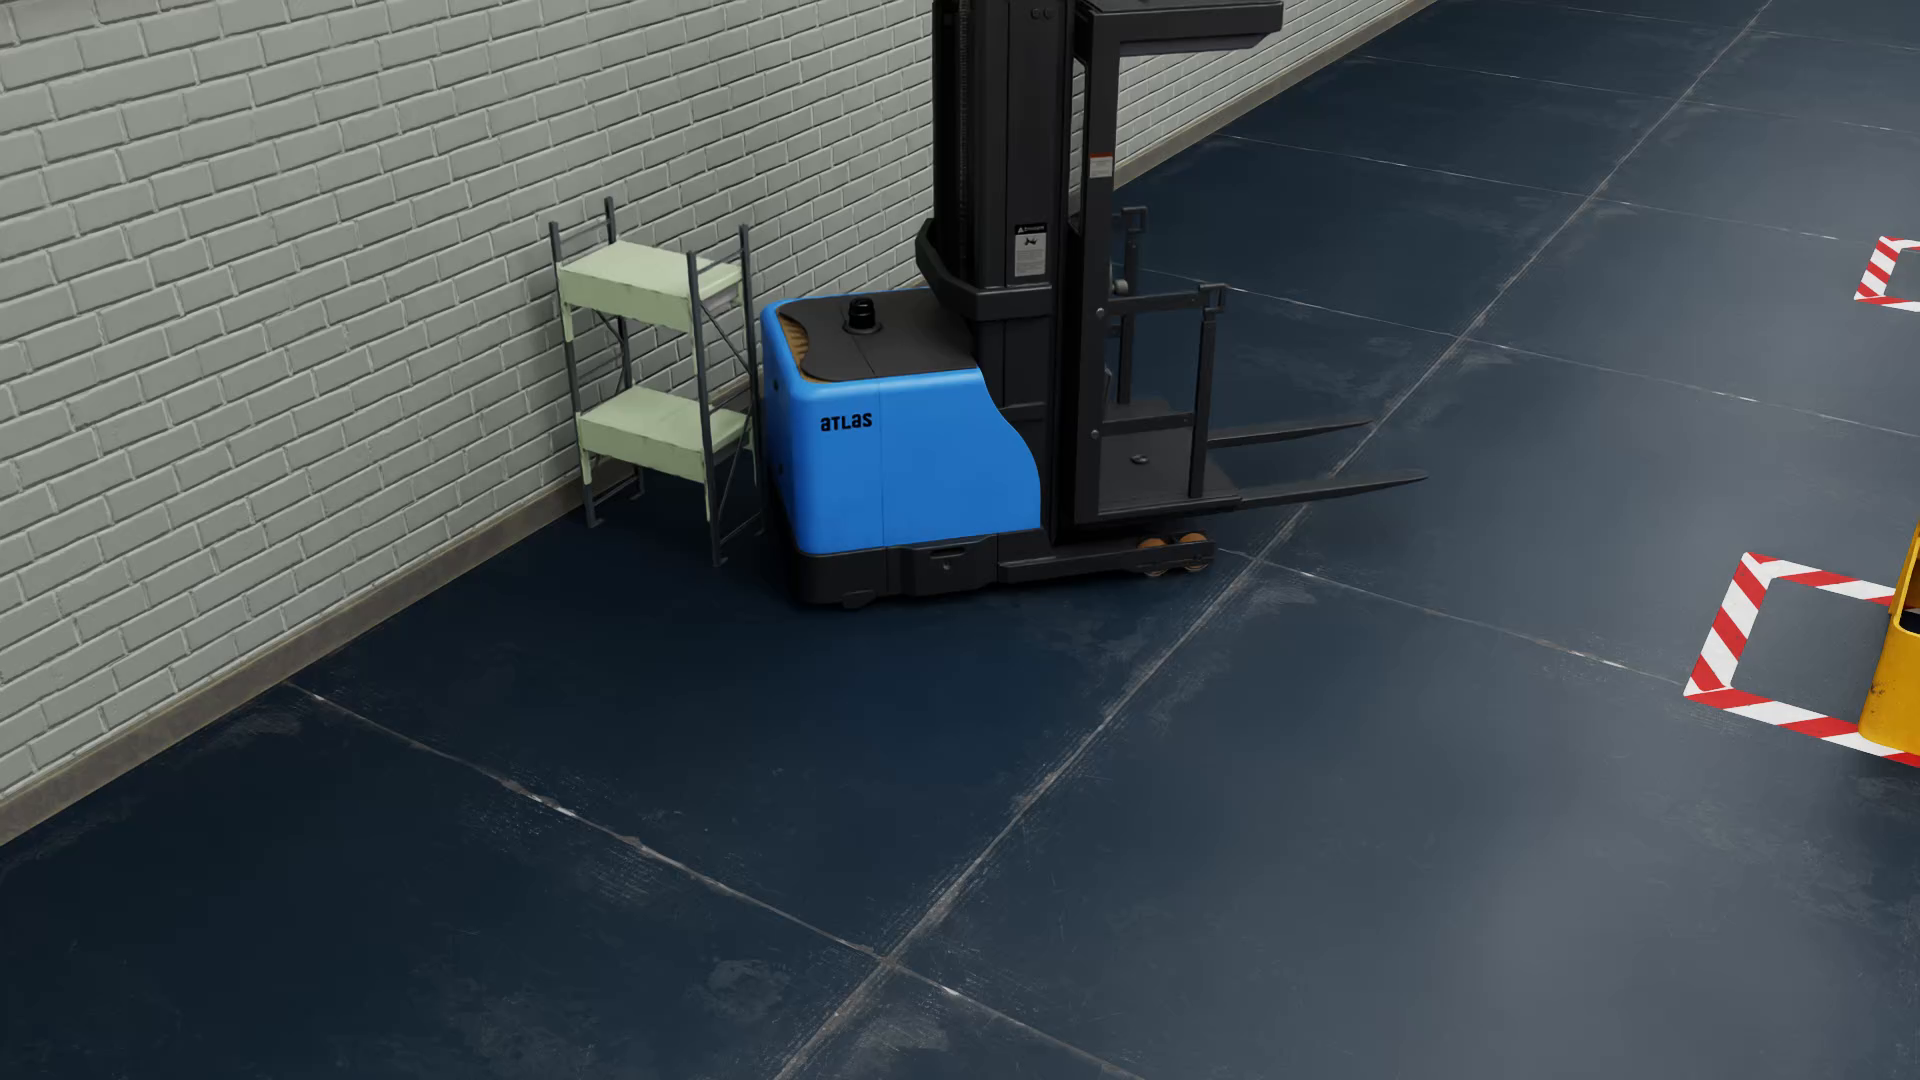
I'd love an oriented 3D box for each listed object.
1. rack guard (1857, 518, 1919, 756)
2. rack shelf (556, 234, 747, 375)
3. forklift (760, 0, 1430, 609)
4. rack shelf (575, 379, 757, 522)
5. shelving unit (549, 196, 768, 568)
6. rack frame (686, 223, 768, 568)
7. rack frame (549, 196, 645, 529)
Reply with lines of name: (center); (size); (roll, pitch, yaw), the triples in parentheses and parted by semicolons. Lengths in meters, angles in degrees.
rack guard: (3.925, 0.344, 6.664); (0.348, 0.500, 1.175); (18, 35, 27)
rack shelf: (-1.330, -1.038, 7.267); (0.720, 0.370, 0.431); (16, 34, 25)
forklift: (0.665, -1.355, 7.164); (3.031, 2.935, 1.130); (-7, 31, -12)
rack shelf: (-1.330, -0.420, 7.628); (0.720, 0.370, 0.431); (16, 34, 25)
shelving unit: (-1.330, -0.701, 7.463); (0.755, 1.500, 0.431); (16, 34, 25)
rack frame: (-1.011, -0.611, 7.309); (0.023, 1.500, 0.400); (16, 34, 25)
rack frame: (-1.649, -0.791, 7.618); (0.023, 1.500, 0.400); (16, 34, 25)
